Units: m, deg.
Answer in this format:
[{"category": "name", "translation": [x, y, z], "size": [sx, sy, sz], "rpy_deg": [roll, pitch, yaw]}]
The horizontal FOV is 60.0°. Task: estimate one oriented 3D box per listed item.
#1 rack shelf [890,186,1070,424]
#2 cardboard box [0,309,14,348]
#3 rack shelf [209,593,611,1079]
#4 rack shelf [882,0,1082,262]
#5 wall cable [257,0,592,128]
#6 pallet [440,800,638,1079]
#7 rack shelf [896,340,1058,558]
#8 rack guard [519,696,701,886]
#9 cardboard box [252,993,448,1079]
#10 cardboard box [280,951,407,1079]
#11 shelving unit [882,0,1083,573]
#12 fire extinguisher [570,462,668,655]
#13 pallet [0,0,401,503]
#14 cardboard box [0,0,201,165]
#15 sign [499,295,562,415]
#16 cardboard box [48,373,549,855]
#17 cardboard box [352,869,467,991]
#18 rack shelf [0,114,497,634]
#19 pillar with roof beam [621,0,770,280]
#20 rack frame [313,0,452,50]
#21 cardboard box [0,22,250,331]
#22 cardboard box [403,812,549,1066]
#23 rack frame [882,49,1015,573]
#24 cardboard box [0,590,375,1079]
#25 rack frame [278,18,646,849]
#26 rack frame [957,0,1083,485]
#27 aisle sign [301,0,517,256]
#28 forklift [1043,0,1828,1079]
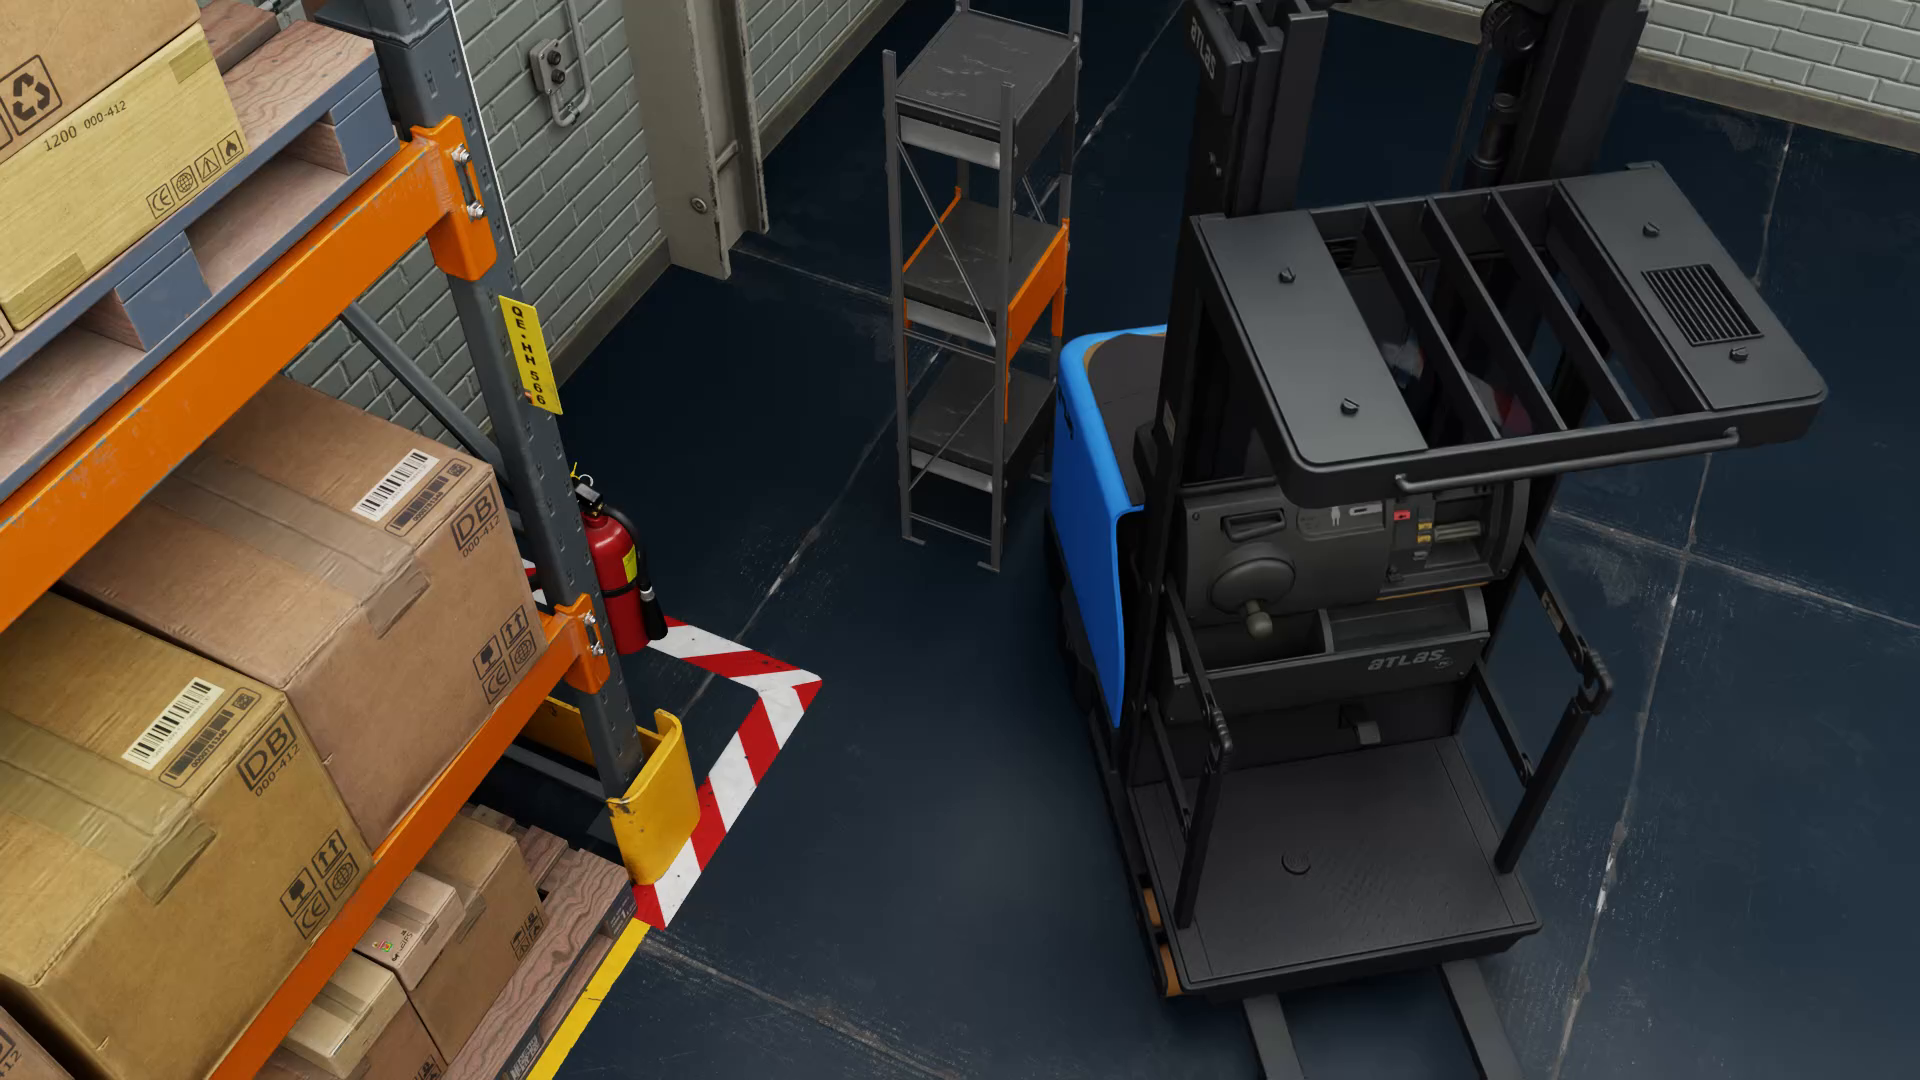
[{"category": "rack shelf", "translation": [0.071, -0.786, 5.558], "size": [0.431, 0.518, 0.480], "rpy_deg": [20, 52, 16]}, {"category": "cardboard box", "translation": [-1.738, -0.286, 2.311], "size": [0.500, 0.250, 0.500], "rpy_deg": [18, 52, 15]}, {"category": "rack shelf", "translation": [-2.299, 1.467, 3.505], "size": [1.077, 0.370, 4.000], "rpy_deg": [20, 52, 16]}, {"category": "rack shelf", "translation": [0.071, -1.239, 5.025], "size": [0.431, 0.518, 0.480], "rpy_deg": [20, 52, 16]}, {"category": "wall cable", "translation": [-1.752, -1.662, 5.028], "size": [0.084, 1.984, 1.851], "rpy_deg": [20, 52, 16]}, {"category": "pallet", "translation": [-1.715, 1.336, 4.975], "size": [1.003, 0.211, 1.213], "rpy_deg": [20, 52, 16]}, {"category": "rack shelf", "translation": [0.071, -0.332, 6.091], "size": [0.431, 0.518, 0.480], "rpy_deg": [20, 52, 16]}, {"category": "rack guard", "translation": [-1.434, 0.650, 5.369], "size": [1.175, 0.500, 0.348], "rpy_deg": [20, 52, 16]}, {"category": "cardboard box", "translation": [-1.867, 1.390, 4.464], "size": [0.700, 0.500, 0.500], "rpy_deg": [20, 52, 16]}, {"category": "cardboard box", "translation": [-1.651, 1.159, 4.234], "size": [0.380, 0.149, 0.250], "rpy_deg": [21, 53, 17]}, {"category": "shelving unit", "translation": [0.071, -0.794, 5.547], "size": [0.431, 2.100, 0.503], "rpy_deg": [20, 52, 16]}, {"category": "fire extinguisher", "translation": [-0.962, 0.049, 4.535], "size": [0.296, 0.674, 0.183], "rpy_deg": [20, 52, 16]}, {"category": "pallet", "translation": [-1.752, -0.573, 2.856], "size": [1.003, 0.211, 1.213], "rpy_deg": [20, 52, 16]}, {"category": "cardboard box", "translation": [-1.510, -0.886, 2.329], "size": [0.500, 0.500, 0.500], "rpy_deg": [20, 52, 16]}, {"category": "sign", "translation": [-0.959, -0.409, 3.713], "size": [0.100, 0.325, 0.005], "rpy_deg": [20, 52, 16]}, {"category": "cardboard box", "translation": [-1.653, 0.114, 3.987], "size": [0.980, 0.700, 0.700], "rpy_deg": [22, 53, 18]}, {"category": "cardboard box", "translation": [-1.543, 0.982, 4.384], "size": [0.380, 0.149, 0.250], "rpy_deg": [19, 52, 16]}, {"category": "rack shelf", "translation": [-2.299, 0.495, 2.362], "size": [1.077, 0.370, 4.000], "rpy_deg": [20, 52, 16]}, {"category": "pillar with roof beam", "translation": [2.820, -2.828, 2.747], "size": [9.100, 9.000, 0.400], "rpy_deg": [20, 52, 16]}, {"category": "rack frame", "translation": [-1.444, -2.088, 2.118], "size": [1.000, 3.000, 0.127], "rpy_deg": [20, 52, 16]}, {"category": "cardboard box", "translation": [-1.517, -0.645, 2.617], "size": [0.500, 0.250, 0.500], "rpy_deg": [21, 53, 17]}, {"category": "cardboard box", "translation": [-1.653, 1.045, 4.757], "size": [0.700, 0.500, 0.500], "rpy_deg": [20, 52, 16]}, {"category": "rack frame", "translation": [-0.034, -0.626, 5.404], "size": [0.400, 2.100, 0.015], "rpy_deg": [20, 52, 16]}, {"category": "cardboard box", "translation": [-1.954, 0.618, 3.557], "size": [0.980, 0.700, 0.700], "rpy_deg": [19, 52, 16]}, {"category": "rack frame", "translation": [-1.444, -0.144, 4.403], "size": [1.000, 3.000, 0.127], "rpy_deg": [20, 52, 16]}, {"category": "rack frame", "translation": [0.175, -0.962, 5.690], "size": [0.400, 2.100, 0.015], "rpy_deg": [20, 52, 16]}, {"category": "aisle sign", "translation": [-1.142, -0.938, 3.372], "size": [0.394, 0.787, 0.004], "rpy_deg": [20, 52, 16]}, {"category": "forklift", "translation": [1.080, 0.123, 4.221], "size": [1.130, 2.935, 3.031], "rpy_deg": [-8, 50, -7]}]
